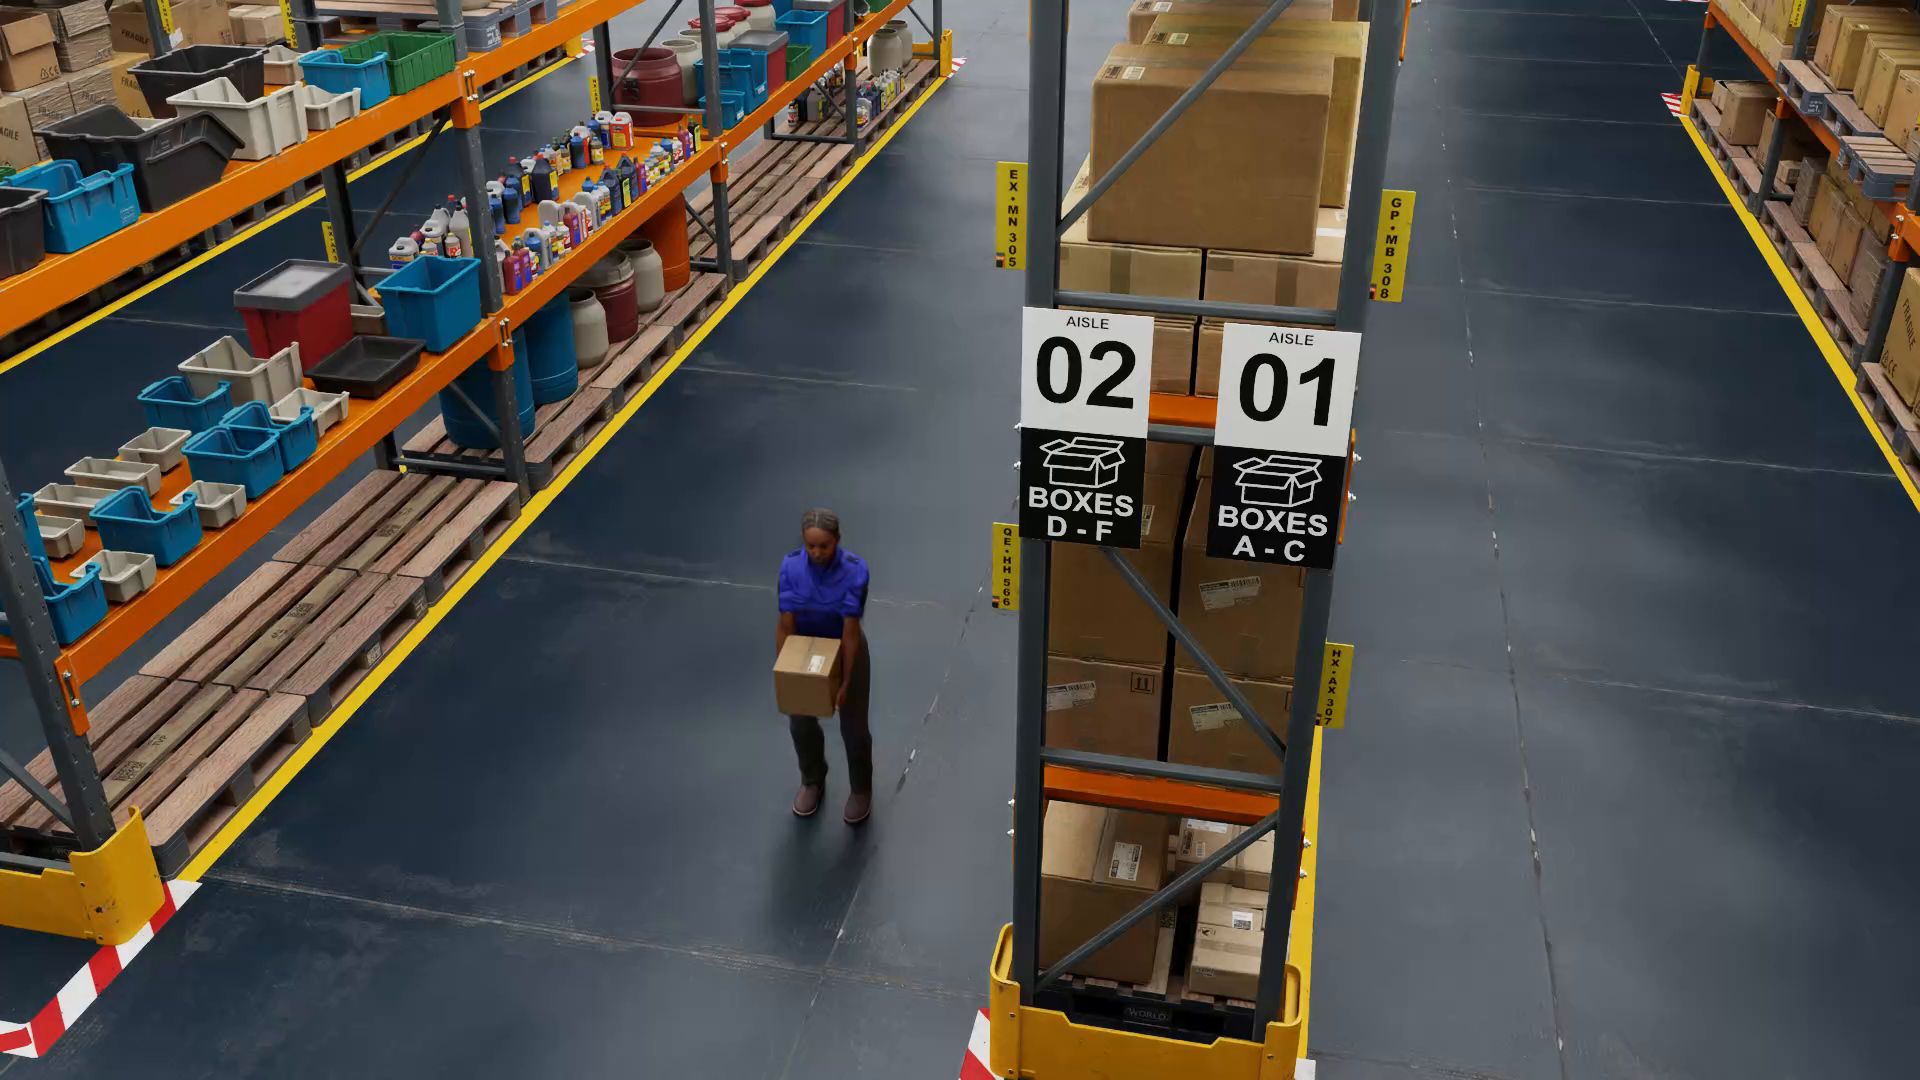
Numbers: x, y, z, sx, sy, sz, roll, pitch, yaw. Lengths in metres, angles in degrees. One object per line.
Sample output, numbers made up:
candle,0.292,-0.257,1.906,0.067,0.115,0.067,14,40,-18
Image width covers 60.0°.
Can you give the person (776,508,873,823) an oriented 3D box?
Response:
person,-0.615,0.588,7.577,0.412,1.647,0.530,5,29,10
